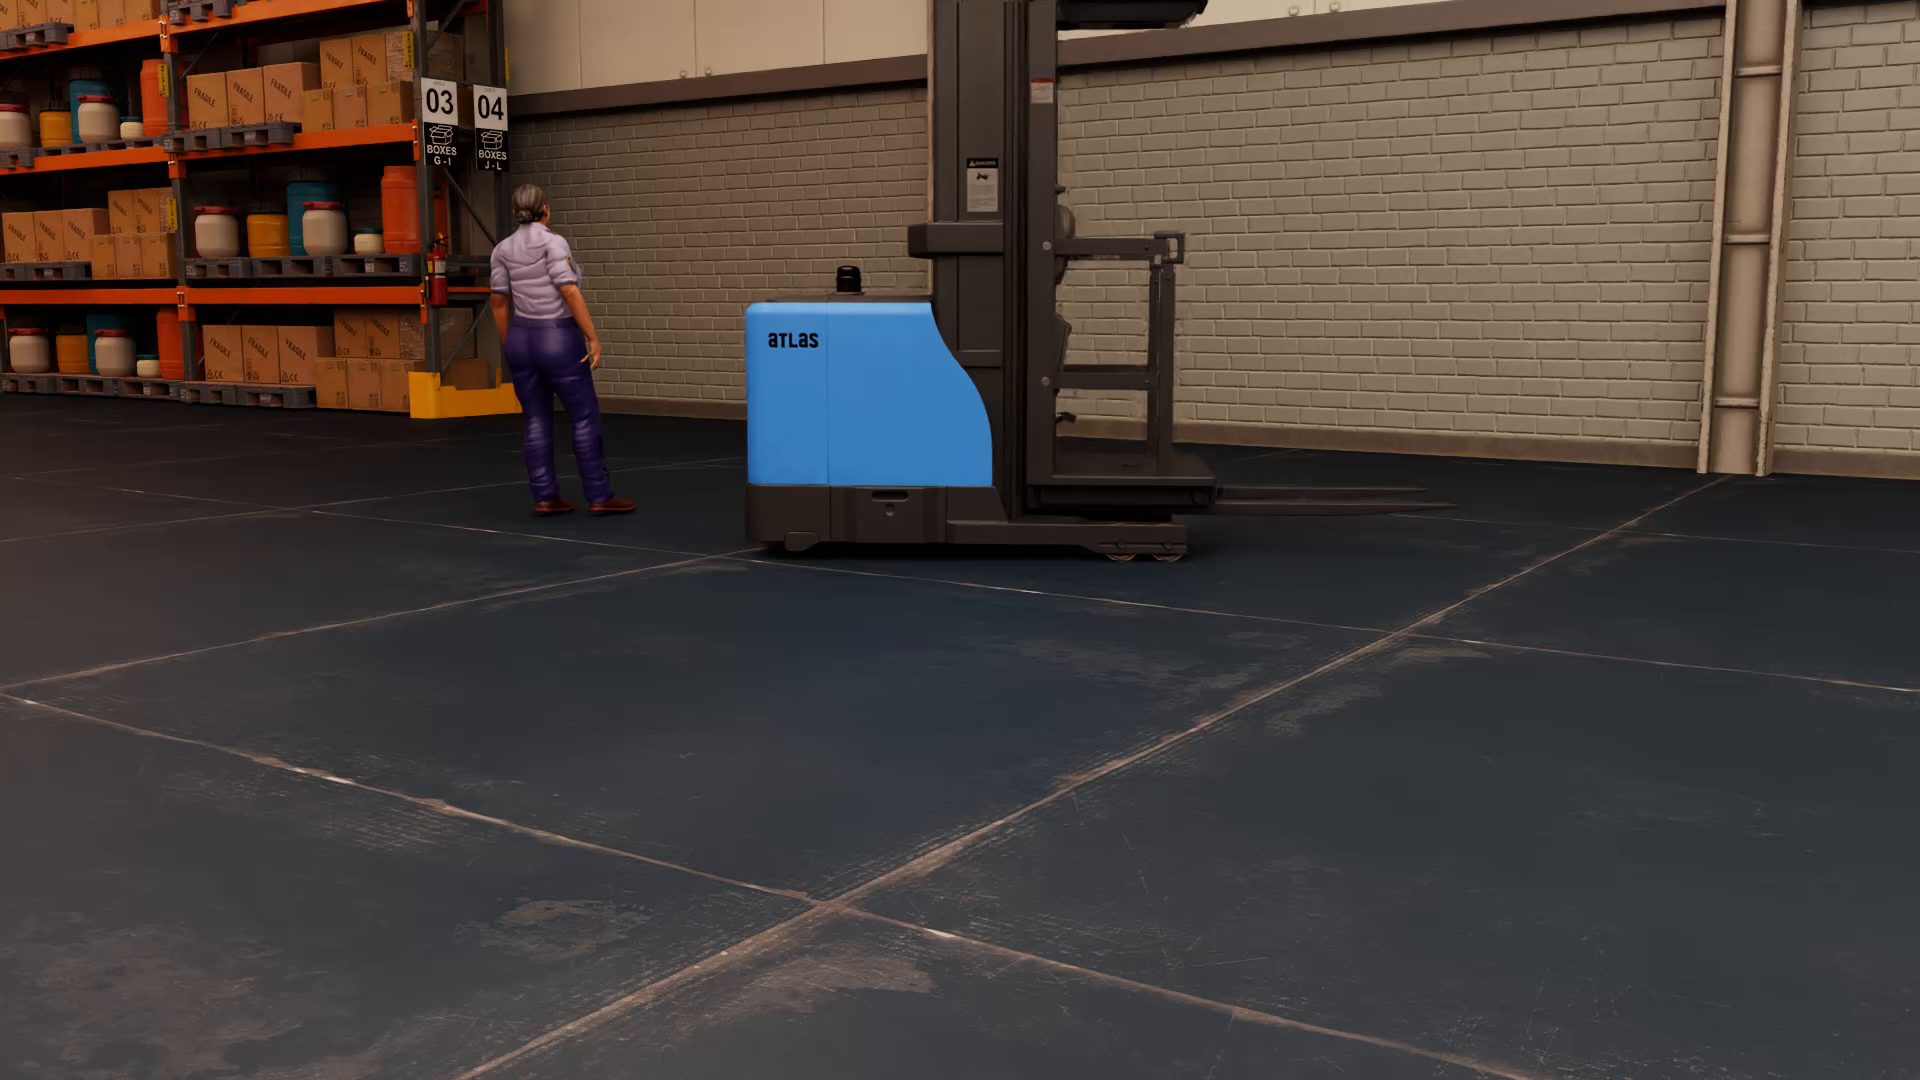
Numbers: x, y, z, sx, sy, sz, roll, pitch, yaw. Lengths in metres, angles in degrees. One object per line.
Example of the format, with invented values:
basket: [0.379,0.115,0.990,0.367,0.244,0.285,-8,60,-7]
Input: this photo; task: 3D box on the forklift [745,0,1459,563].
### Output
forklift: [0.621,-1.434,7.278,3.031,2.935,1.130,1,8,4]

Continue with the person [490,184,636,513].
person: [-2.029,-0.951,8.436,0.595,1.637,0.504,3,9,23]
